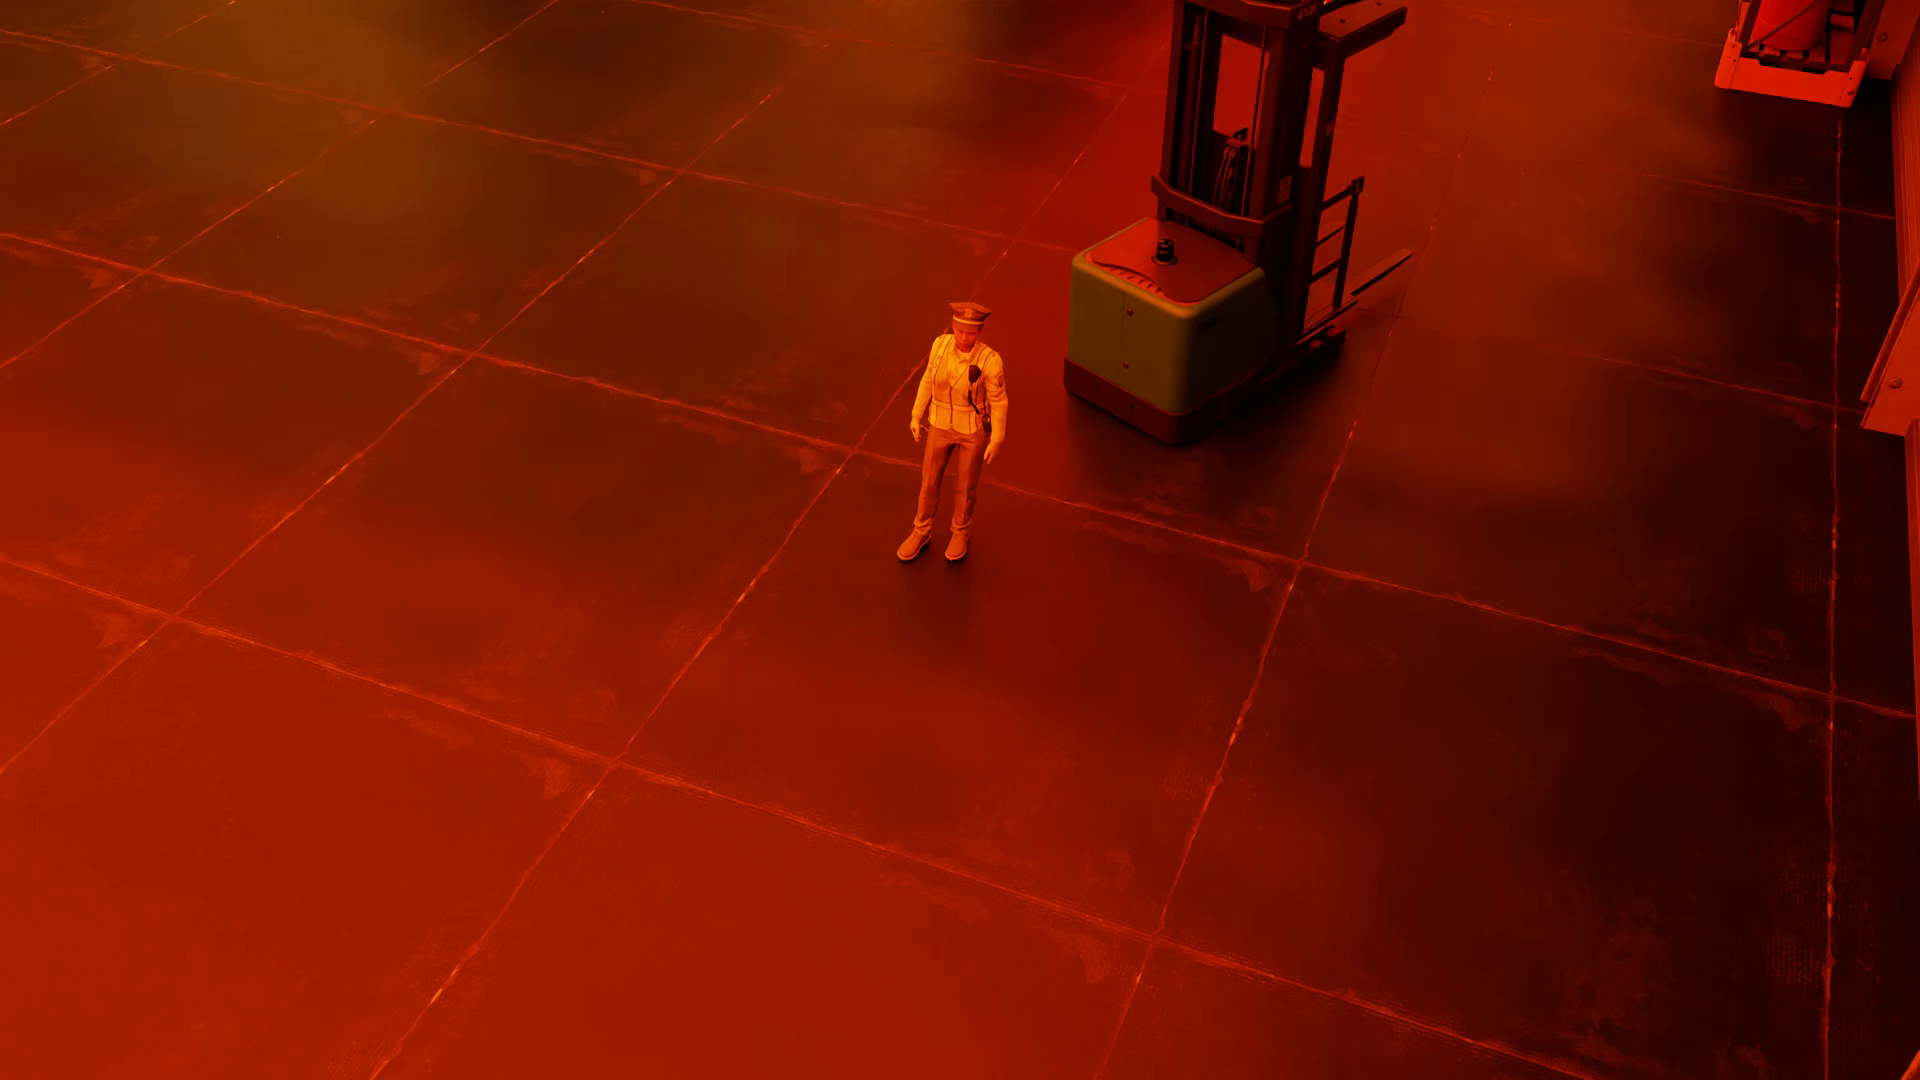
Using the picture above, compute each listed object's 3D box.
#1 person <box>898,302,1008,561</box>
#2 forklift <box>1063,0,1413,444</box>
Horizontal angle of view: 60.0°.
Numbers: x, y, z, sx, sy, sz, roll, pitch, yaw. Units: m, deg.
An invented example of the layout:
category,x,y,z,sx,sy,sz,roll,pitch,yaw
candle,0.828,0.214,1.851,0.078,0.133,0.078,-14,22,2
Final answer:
category,x,y,z,sx,sy,sz,roll,pitch,yaw
person,-0.032,-0.616,9.695,0.588,1.695,0.531,15,42,17
forklift,2.110,-2.594,11.105,3.031,2.935,1.130,-33,50,-33
